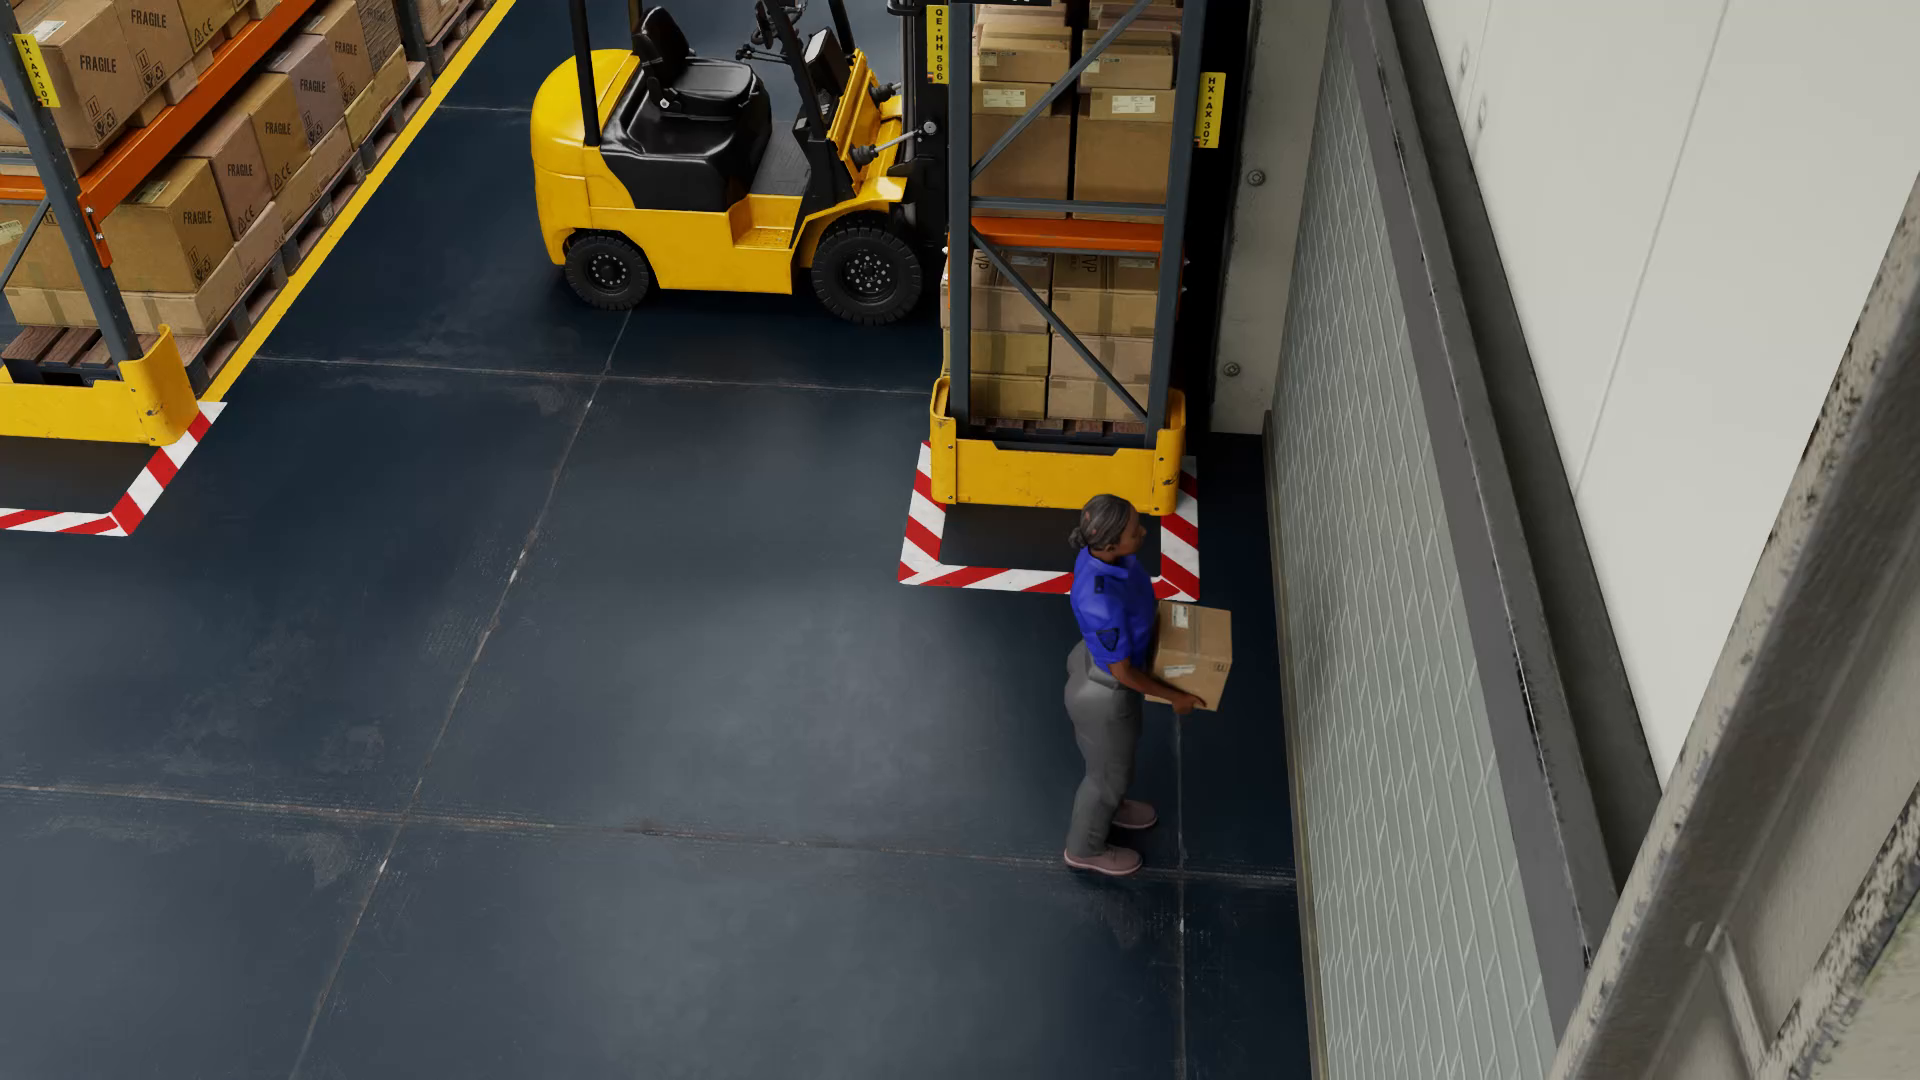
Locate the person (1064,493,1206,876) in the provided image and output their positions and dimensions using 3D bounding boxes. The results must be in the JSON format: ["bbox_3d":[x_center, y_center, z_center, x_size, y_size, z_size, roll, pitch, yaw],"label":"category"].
[{"bbox_3d":[0.598,0.514,5.854,0.517,1.646,0.450,4,40,4],"label":"person"}]
